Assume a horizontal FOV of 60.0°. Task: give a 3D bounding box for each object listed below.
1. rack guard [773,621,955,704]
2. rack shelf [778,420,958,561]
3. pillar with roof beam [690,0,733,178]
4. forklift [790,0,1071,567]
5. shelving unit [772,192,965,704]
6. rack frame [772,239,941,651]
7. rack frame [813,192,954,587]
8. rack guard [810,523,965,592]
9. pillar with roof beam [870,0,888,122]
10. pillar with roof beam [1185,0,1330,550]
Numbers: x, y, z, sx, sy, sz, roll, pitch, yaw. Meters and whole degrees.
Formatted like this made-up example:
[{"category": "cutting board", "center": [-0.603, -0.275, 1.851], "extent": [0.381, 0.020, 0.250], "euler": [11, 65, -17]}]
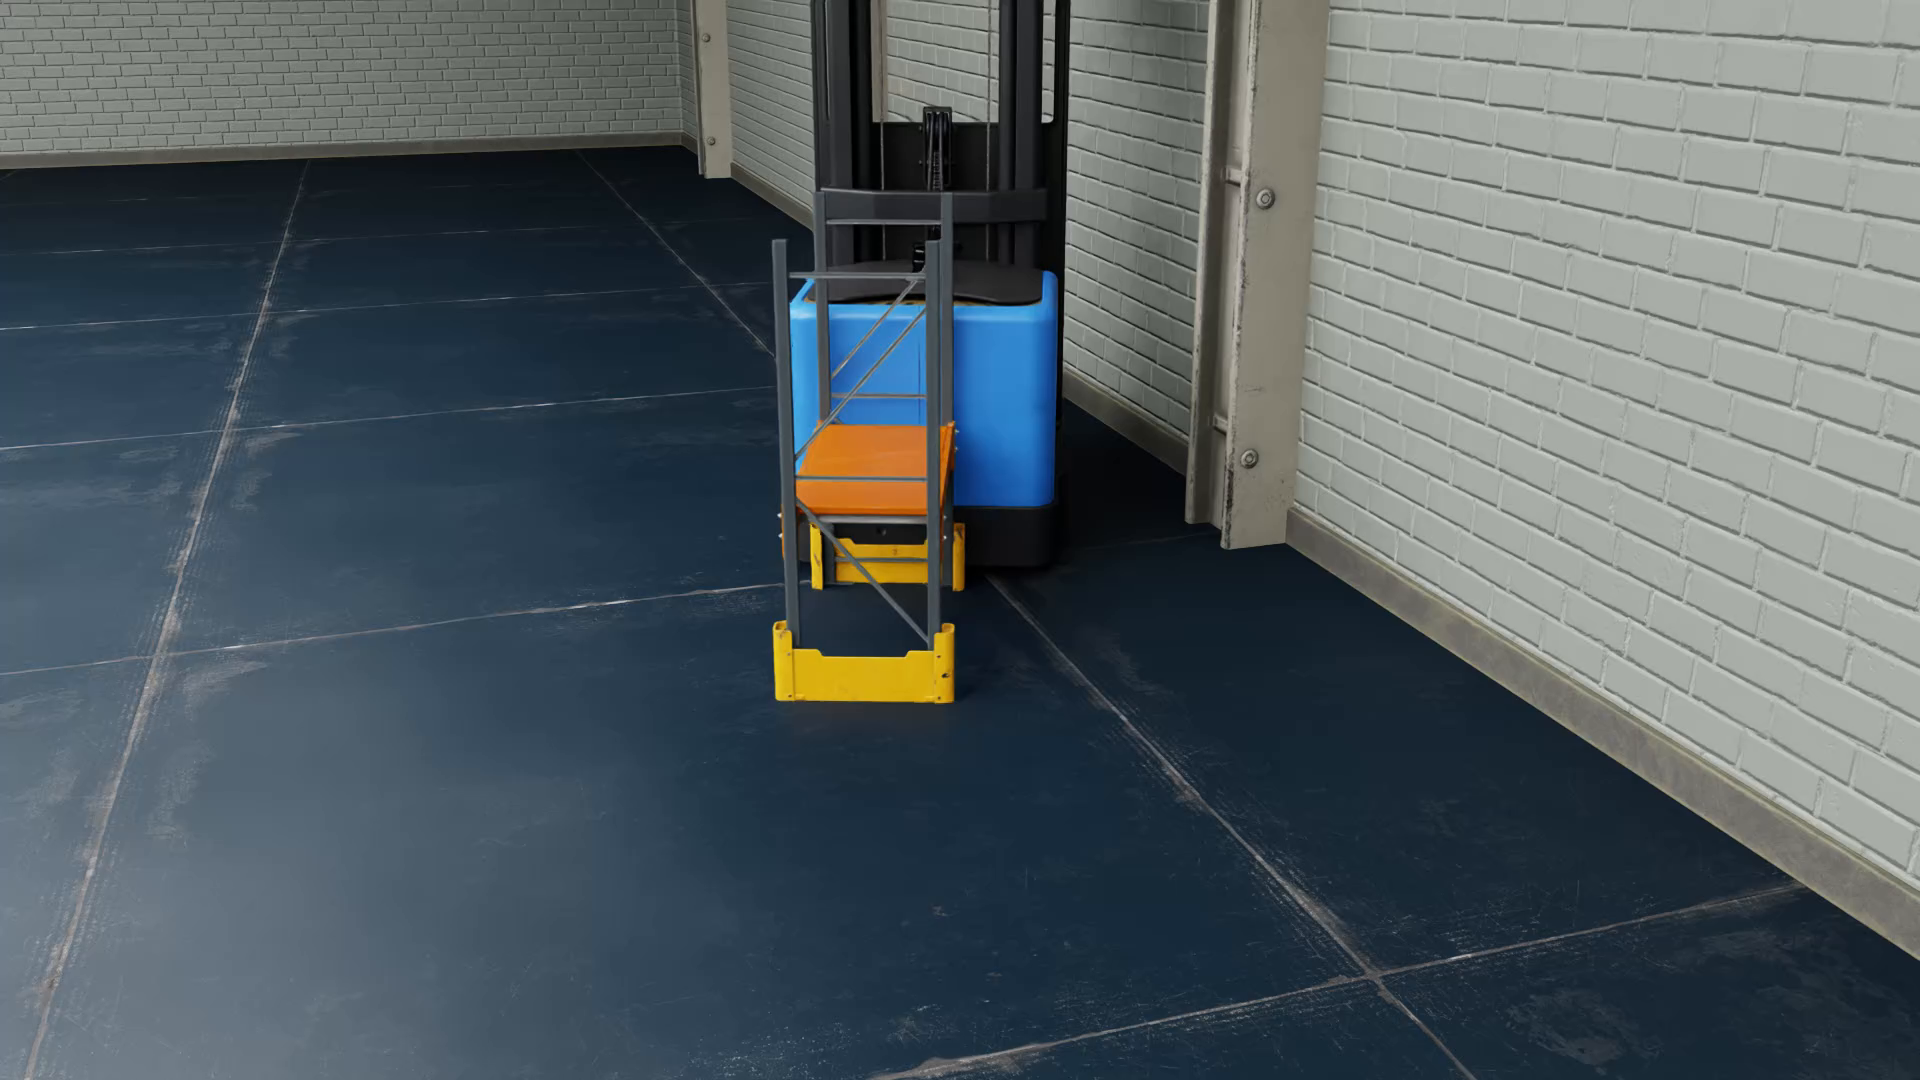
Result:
[{"category": "rack guard", "center": [-0.311, 0.399, 5.435], "extent": [0.587, 0.250, 0.087], "euler": [1, 20, 2]}, {"category": "rack shelf", "center": [-0.293, -0.191, 5.761], "extent": [0.538, 0.185, 1.000], "euler": [1, 20, 2]}, {"category": "pillar with roof beam", "center": [-6.686, -7.669, 14.955], "extent": [9.100, 9.000, 0.400], "euler": [-6, 21, -17]}, {"category": "forklift", "center": [-0.067, -1.726, 7.387], "extent": [1.130, 2.935, 3.031], "euler": [1, 20, 3]}, {"category": "shelving unit", "center": [-0.293, -0.357, 5.692], "extent": [0.587, 1.500, 1.083], "euler": [1, 20, 2]}, {"category": "rack frame", "center": [-0.311, -0.188, 5.222], "extent": [0.500, 1.500, 0.032], "euler": [1, 20, 2]}, {"category": "rack frame", "center": [-0.274, -0.532, 6.178], "extent": [0.500, 1.500, 0.032], "euler": [1, 20, 2]}, {"category": "rack guard", "center": [-0.275, 0.063, 6.371], "extent": [0.587, 0.250, 0.087], "euler": [1, 20, 2]}, {"category": "pillar with roof beam", "center": [-4.800, -5.743, 9.594], "extent": [9.100, 9.000, 0.400], "euler": [-6, 21, -17]}, {"category": "pillar with roof beam", "center": [-2.914, -3.818, 4.234], "extent": [9.100, 9.000, 0.400], "euler": [-6, 21, -17]}]
